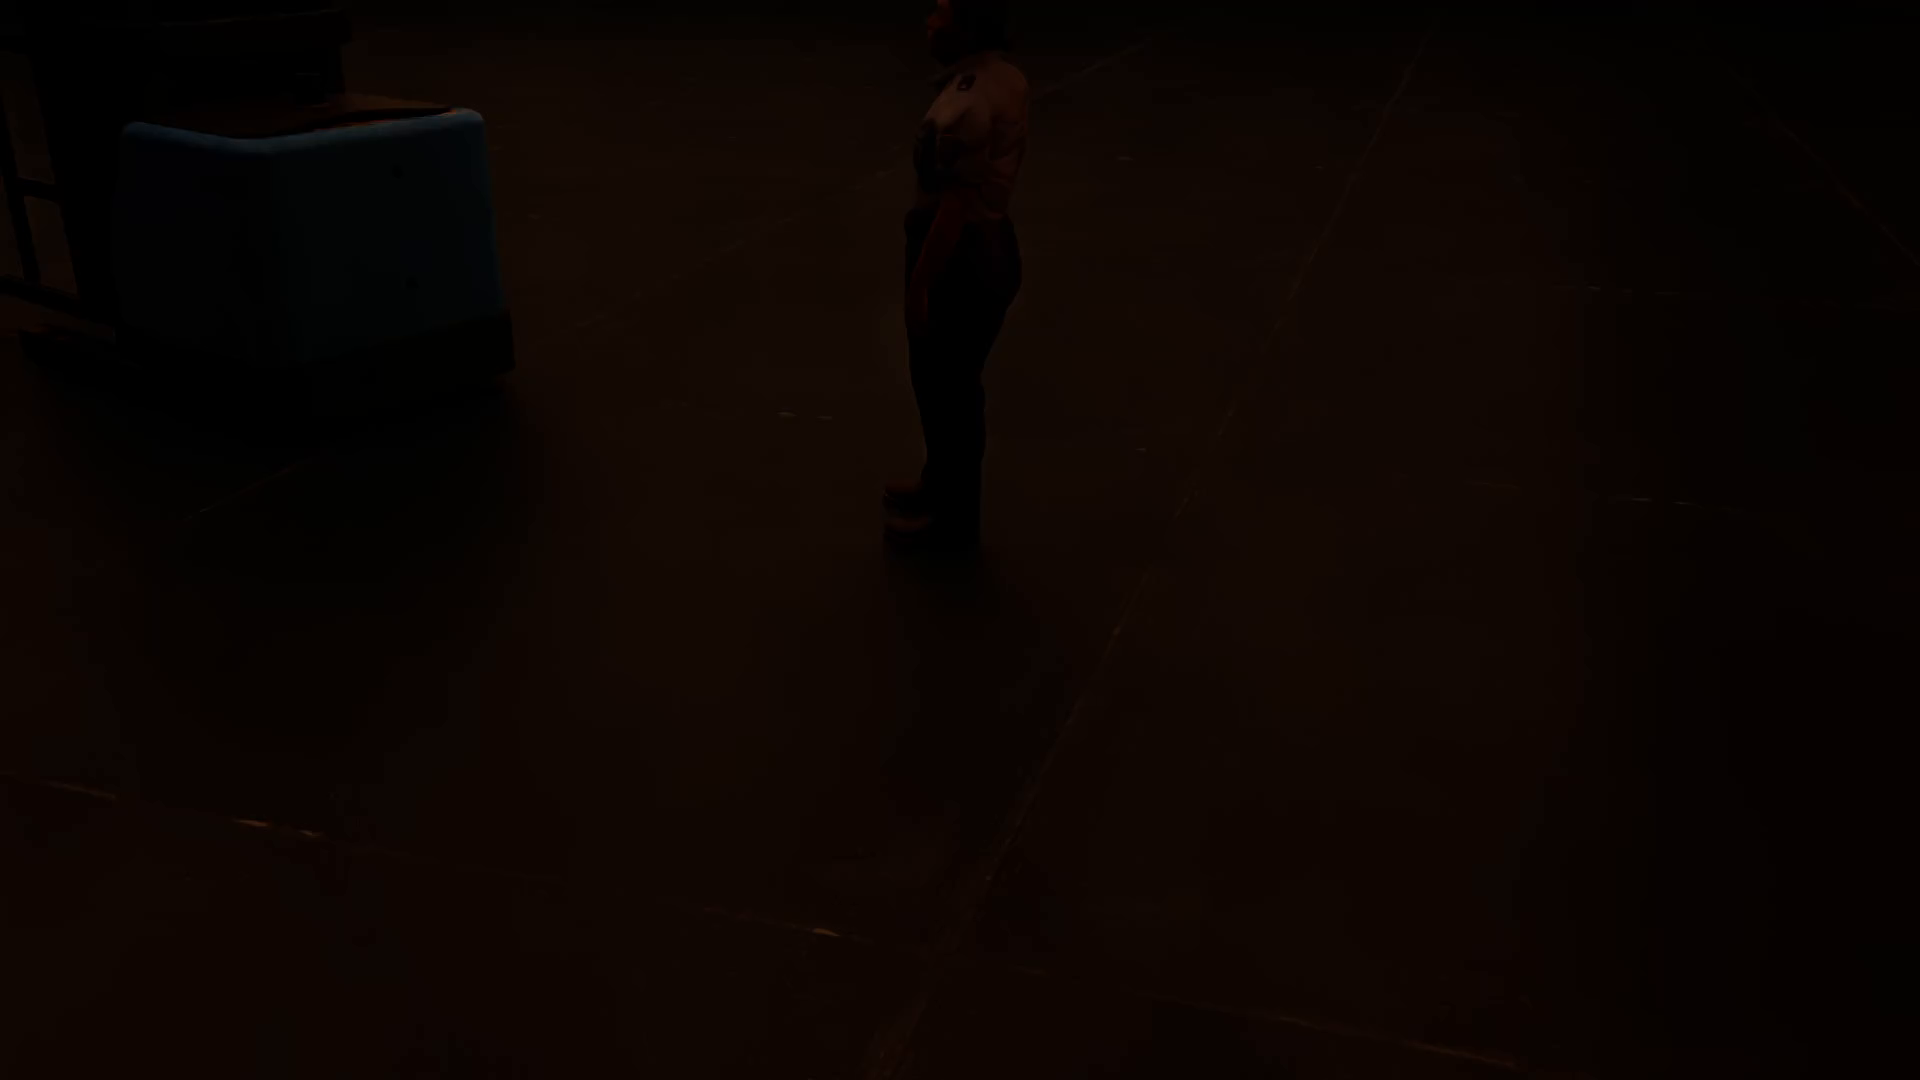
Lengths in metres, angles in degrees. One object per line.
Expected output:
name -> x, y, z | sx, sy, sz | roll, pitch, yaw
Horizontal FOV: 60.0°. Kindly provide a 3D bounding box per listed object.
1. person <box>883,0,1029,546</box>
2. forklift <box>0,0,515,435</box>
person -> -0.079, -0.783, 4.850 | 0.502, 1.642, 0.599 | 7, 23, 16
forklift -> -3.239, -2.163, 6.520 | 3.031, 2.935, 1.130 | 16, 27, 34
